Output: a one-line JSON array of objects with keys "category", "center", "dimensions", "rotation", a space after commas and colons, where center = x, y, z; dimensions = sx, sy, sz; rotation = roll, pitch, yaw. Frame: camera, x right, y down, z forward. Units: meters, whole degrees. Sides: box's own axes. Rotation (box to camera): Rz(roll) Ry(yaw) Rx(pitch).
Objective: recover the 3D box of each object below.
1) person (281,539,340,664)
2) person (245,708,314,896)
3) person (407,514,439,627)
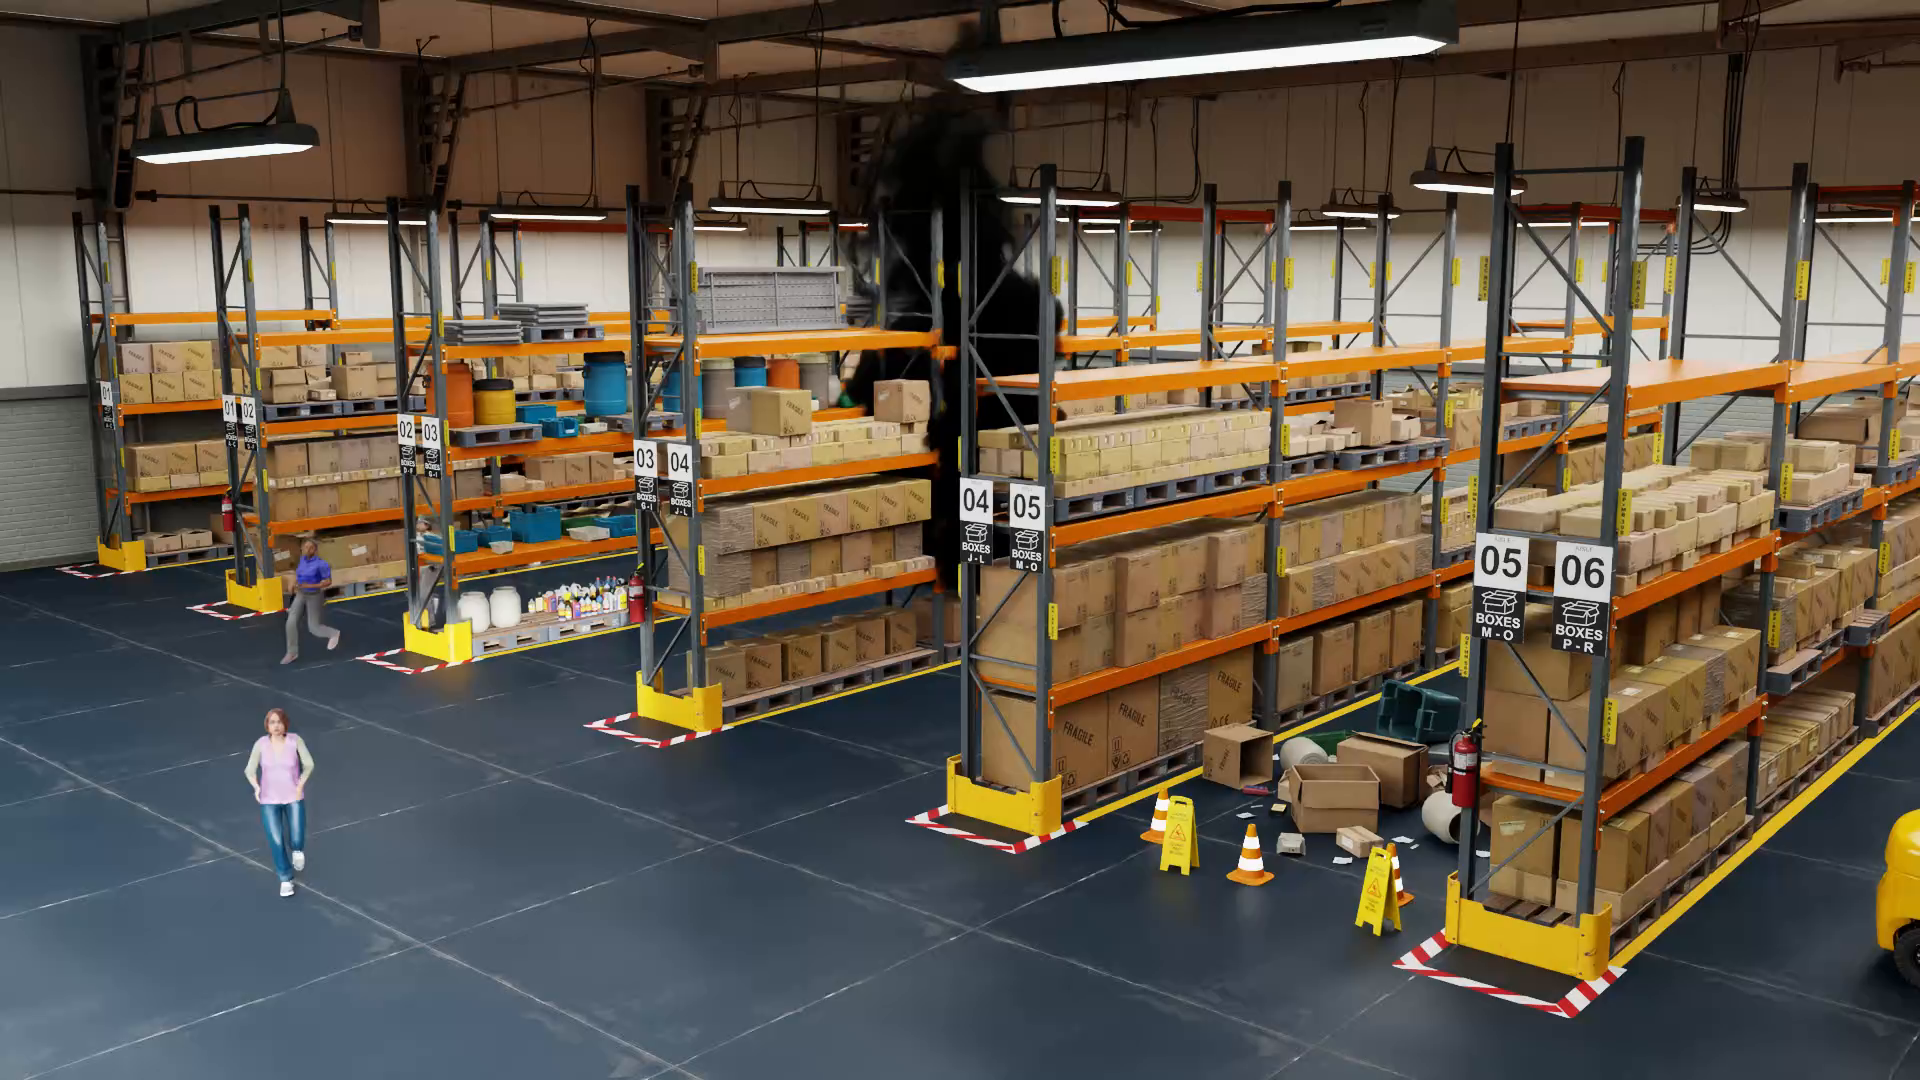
[{"category": "person", "center": [-8.498, 0.784, 21.837], "dimensions": [0.608, 1.626, 0.799], "rotation": [3, 10, 18]}, {"category": "person", "center": [-5.616, 2.150, 13.760], "dimensions": [0.534, 1.529, 0.566], "rotation": [-3, 10, -19]}, {"category": "person", "center": [-7.621, 0.438, 23.675], "dimensions": [0.600, 1.645, 0.540], "rotation": [7, 12, 35]}]
